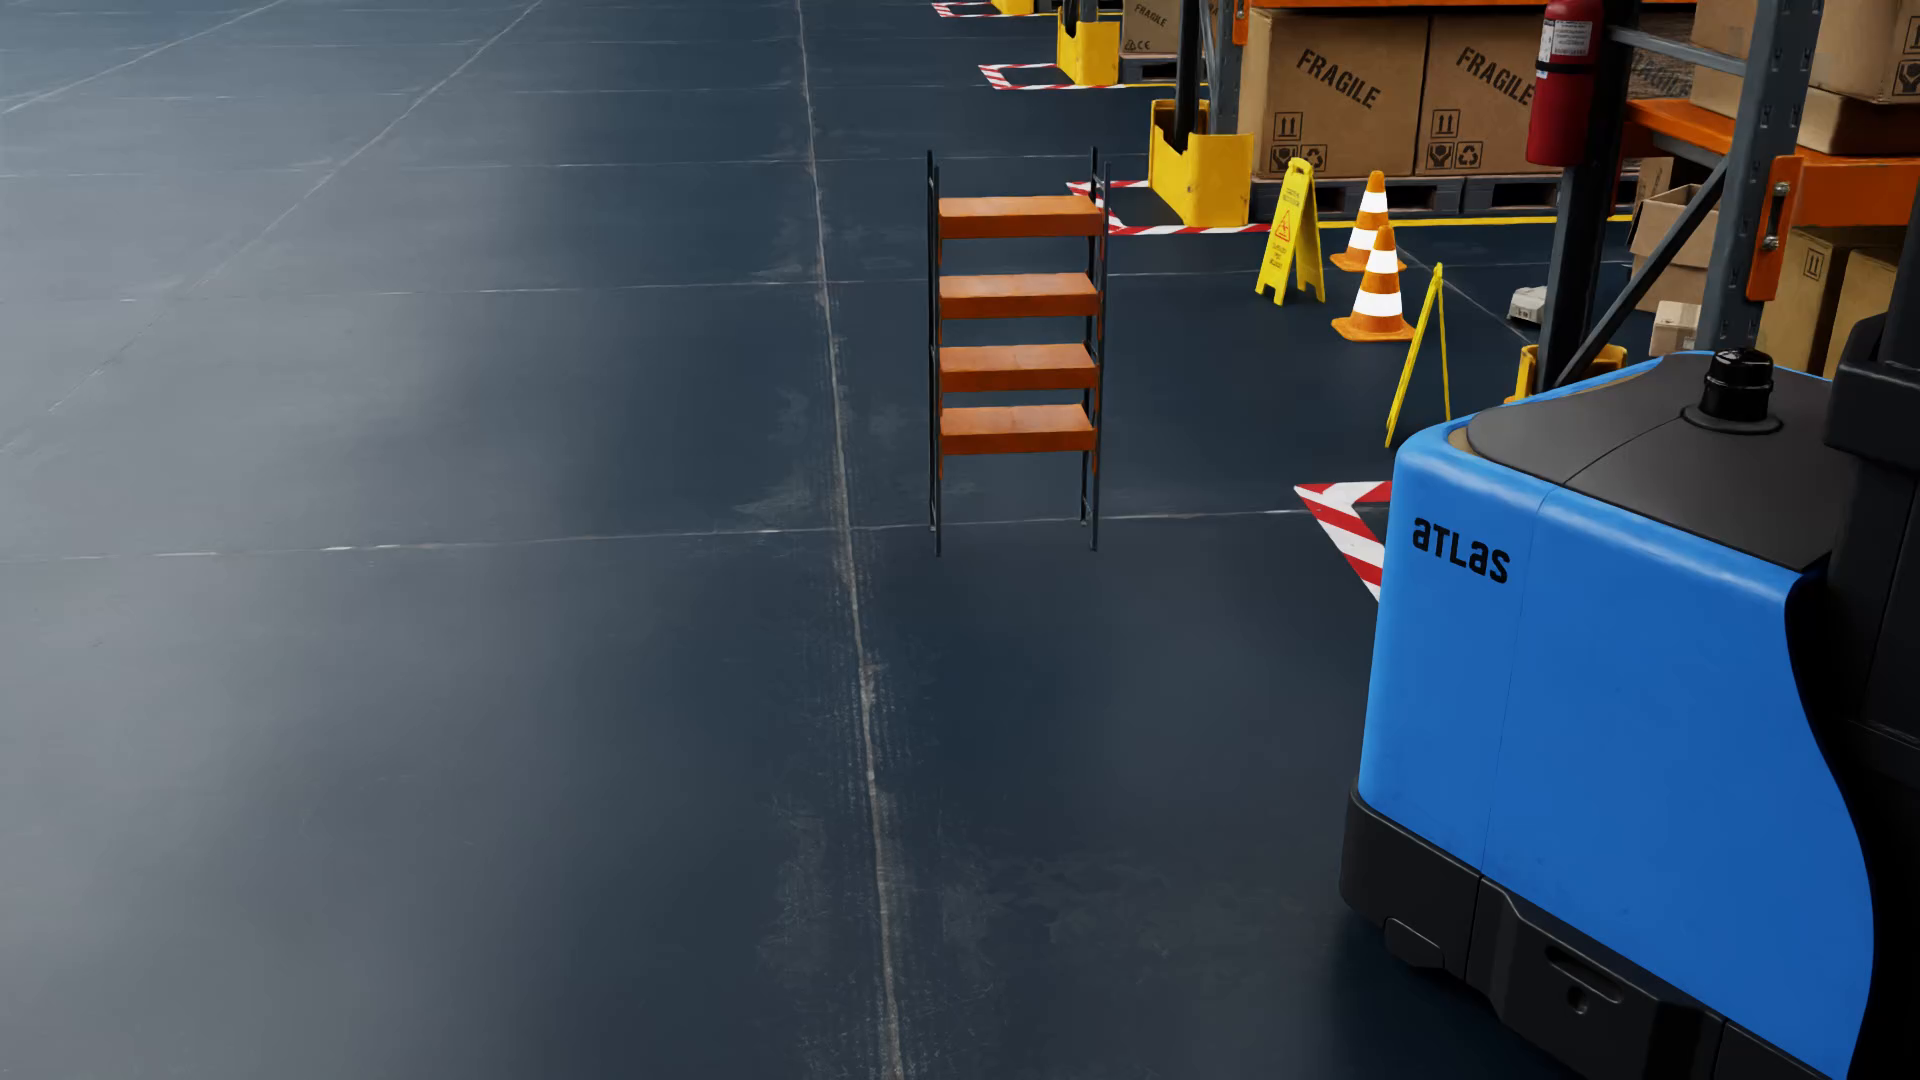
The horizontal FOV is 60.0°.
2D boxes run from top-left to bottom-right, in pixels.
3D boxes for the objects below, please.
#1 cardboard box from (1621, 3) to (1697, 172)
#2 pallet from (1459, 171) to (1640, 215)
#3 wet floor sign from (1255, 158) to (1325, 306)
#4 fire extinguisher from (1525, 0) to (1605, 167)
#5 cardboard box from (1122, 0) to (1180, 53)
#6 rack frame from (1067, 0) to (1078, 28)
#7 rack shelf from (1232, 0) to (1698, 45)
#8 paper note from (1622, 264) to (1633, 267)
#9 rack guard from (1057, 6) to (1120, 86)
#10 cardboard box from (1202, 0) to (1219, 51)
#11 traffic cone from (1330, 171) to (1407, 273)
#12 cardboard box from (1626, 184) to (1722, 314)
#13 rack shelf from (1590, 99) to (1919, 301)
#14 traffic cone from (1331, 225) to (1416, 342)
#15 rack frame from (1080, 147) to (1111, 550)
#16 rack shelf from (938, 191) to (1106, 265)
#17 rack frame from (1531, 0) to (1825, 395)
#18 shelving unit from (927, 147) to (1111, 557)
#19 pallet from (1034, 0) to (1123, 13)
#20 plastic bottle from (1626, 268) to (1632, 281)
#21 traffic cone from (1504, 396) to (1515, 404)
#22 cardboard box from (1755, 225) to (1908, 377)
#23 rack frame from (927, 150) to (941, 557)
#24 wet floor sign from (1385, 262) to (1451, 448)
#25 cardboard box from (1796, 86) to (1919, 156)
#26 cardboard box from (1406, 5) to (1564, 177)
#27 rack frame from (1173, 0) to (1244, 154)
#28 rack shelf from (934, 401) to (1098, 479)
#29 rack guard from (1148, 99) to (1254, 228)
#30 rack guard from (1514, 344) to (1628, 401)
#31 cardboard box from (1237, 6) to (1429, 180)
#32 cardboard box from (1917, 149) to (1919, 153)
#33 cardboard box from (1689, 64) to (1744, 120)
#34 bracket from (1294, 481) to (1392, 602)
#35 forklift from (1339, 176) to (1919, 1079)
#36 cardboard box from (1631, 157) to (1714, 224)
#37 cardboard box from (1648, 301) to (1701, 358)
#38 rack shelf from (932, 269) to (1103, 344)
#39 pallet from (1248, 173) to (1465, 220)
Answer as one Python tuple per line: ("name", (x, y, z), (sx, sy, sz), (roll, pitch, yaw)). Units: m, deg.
("cardboard box", (3.838, -2.662, 9.644), (0.875, 0.875, 0.875), (-2, 24, -5))
("pallet", (3.386, -2.152, 9.832), (1.213, 0.211, 1.003), (-2, 24, -5))
("wet floor sign", (1.552, -1.438, 7.691), (0.232, 0.644, 0.267), (-6, 25, -14))
("fire extinguisher", (1.814, -1.465, 4.948), (0.183, 0.674, 0.296), (-2, 24, -5))
("cardboard box", (3.155, -1.955, 6.992), (2.007, 1.739, 15.623), (-3, 24, -6))
("rack frame", (1.000, -5.323, 13.533), (0.053, 2.616, 0.949), (-2, 24, -5))
("rack shelf", (3.377, -3.067, 9.342), (4.000, 0.370, 1.077), (-2, 24, -5))
("paper note", (3.378, -1.368, 8.316), (0.123, 0.001, 0.032), (10, 26, 22))
("rack guard", (1.075, -4.185, 14.050), (0.348, 0.500, 1.175), (-2, 24, -5))
("cardboard box", (2.214, -4.430, 14.084), (0.500, 0.500, 0.500), (4, 24, 9))
("traffic cone", (2.055, -1.603, 8.288), (0.334, 0.463, 0.336), (-2, 24, -5))
("cardboard box", (3.473, -1.271, 7.491), (0.797, 0.503, 0.637), (22, 32, 40))
("rack shelf", (3.964, -1.070, 4.850), (4.000, 0.370, 1.077), (-2, 24, -5))
("traffic cone", (1.827, -1.133, 7.230), (0.334, 0.463, 0.336), (-2, 24, -5))
("rack frame", (0.408, -0.565, 5.043), (0.015, 1.200, 0.240), (-2, 24, -5))
("rack shelf", (0.165, -0.914, 4.862), (0.480, 0.148, 0.258), (-2, 24, -5))
("rack frame", (1.974, -1.319, 4.524), (0.127, 3.000, 1.000), (-2, 24, -5))
("shelving unit", (0.165, -0.555, 5.021), (0.503, 1.200, 0.258), (-2, 24, -5))
("pallet", (1.393, -6.104, 18.724), (1.213, 0.211, 1.003), (-2, 24, -5))
("plastic bottle", (3.395, -1.294, 8.085), (0.283, 0.061, 0.133), (-11, 26, -23))
("traffic cone", (2.275, -0.698, 6.251), (0.334, 0.463, 0.336), (-2, 24, -5))
("cardboard box", (2.745, -0.734, 5.154), (0.500, 0.500, 0.500), (-2, 24, -5))
("rack frame", (-0.078, -0.545, 4.999), (0.015, 1.200, 0.240), (-2, 24, -5))
("wet floor sign", (1.679, -0.668, 5.958), (0.232, 0.644, 0.267), (6, 25, 13))
("cardboard box", (2.332, -1.134, 4.417), (0.250, 0.149, 0.380), (-2, 24, -5))
("cardboard box", (2.930, -2.626, 9.564), (0.875, 0.875, 0.875), (-3, 24, -6))
("rack frame", (1.387, -3.315, 9.016), (0.127, 3.000, 1.000), (-2, 24, -5))
("rack shelf", (0.165, -0.312, 5.129), (0.480, 0.148, 0.258), (-2, 24, -5))
("rack guard", (1.363, -2.172, 9.522), (0.348, 0.500, 1.175), (-2, 24, -5))
("rack guard", (2.049, -0.180, 5.038), (0.348, 0.500, 1.175), (-2, 24, -5))
("cardboard box", (2.872, -3.567, 9.067), (2.515, 2.999, 0.987), (-2, 24, -4))
("cardboard box", (2.582, -1.150, 4.453), (0.250, 0.149, 0.380), (-2, 24, -4))
("cardboard box", (2.325, -1.305, 4.803), (0.250, 0.149, 0.380), (-1, 24, -3))
("bracket", (1.726, 0.065, 5.103), (1.079, 0.001, 1.378), (-2, 24, -5))
("forklift", (2.051, -0.179, 2.044), (1.130, 2.935, 3.031), (-16, 29, -32))
("cardboard box", (3.923, -1.857, 8.810), (0.500, 0.500, 0.500), (2, 24, 4))
("cardboard box", (3.079, -0.885, 7.057), (0.250, 0.149, 0.380), (10, 26, 22))
("rack shelf", (0.165, -0.698, 4.958), (0.480, 0.148, 0.258), (-2, 24, -5))
("pallet", (2.175, -2.105, 9.726), (1.213, 0.211, 1.003), (-2, 24, -5))
